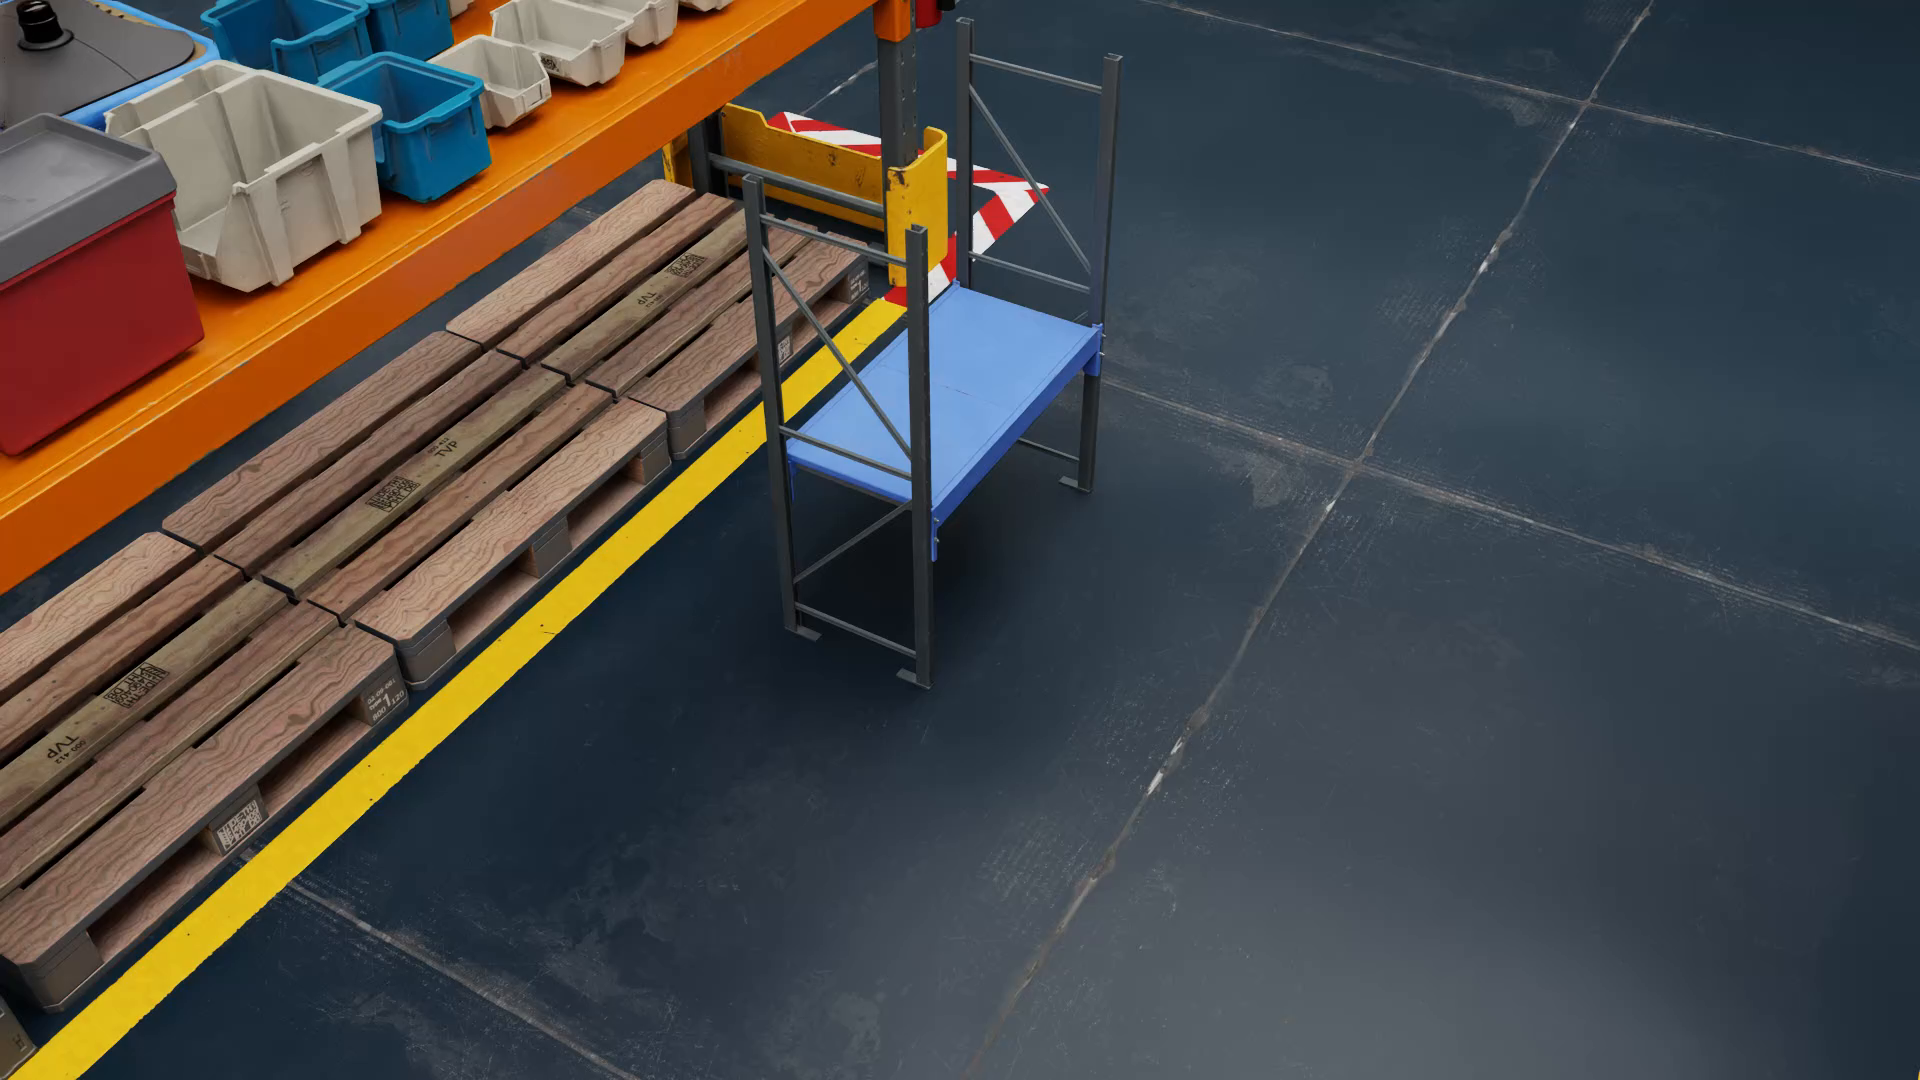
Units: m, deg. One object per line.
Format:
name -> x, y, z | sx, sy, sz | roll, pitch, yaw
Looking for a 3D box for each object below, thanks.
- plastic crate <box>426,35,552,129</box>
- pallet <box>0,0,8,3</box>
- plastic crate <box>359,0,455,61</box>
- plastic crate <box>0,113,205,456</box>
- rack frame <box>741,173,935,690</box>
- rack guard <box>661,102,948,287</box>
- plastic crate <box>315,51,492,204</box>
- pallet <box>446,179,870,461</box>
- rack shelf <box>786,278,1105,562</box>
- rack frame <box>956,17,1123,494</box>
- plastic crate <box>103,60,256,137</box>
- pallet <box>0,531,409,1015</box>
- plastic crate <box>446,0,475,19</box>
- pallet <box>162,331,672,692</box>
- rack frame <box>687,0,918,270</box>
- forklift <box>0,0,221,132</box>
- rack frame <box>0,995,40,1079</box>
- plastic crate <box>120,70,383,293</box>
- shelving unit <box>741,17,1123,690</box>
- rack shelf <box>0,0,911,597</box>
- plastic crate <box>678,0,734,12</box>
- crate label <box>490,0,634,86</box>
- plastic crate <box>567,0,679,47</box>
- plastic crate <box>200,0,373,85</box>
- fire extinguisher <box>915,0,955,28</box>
plastic crate -> -1.276, -1.241, 4.544 | 0.298, 0.136, 0.250 | 21, 45, 22
pallet -> -5.340, -2.442, 7.863 | 1.003, 0.211, 1.213 | 21, 45, 22
plastic crate -> -1.684, -1.522, 4.790 | 0.416, 0.233, 0.300 | 21, 45, 22
plastic crate -> -1.955, -0.534, 3.493 | 0.402, 0.464, 0.583 | 21, 45, 22
rack frame -> -0.297, -0.223, 4.369 | 0.500, 1.500, 0.032 | 21, 45, 22
rack guard -> -0.616, -1.428, 6.493 | 1.175, 0.500, 0.348 | 21, 45, 22
plastic crate -> -1.423, -1.048, 4.252 | 0.416, 0.233, 0.300 | 21, 45, 22
pallet -> -1.063, -0.843, 6.047 | 1.003, 0.211, 1.213 | 21, 45, 22
rack shelf -> -0.043, -0.379, 4.818 | 0.538, 0.185, 1.000 | 21, 45, 22
rack frame -> 0.212, -0.805, 5.029 | 0.500, 1.500, 0.032 | 21, 45, 22
plastic crate -> -2.007, -1.079, 4.359 | 0.293, 0.136, 0.466 | 21, 45, 22
pallet -> -2.284, 0.554, 4.462 | 1.003, 0.211, 1.213 | 21, 45, 22
plastic crate -> -1.597, -1.695, 5.059 | 0.250, 0.136, 0.298 | 21, 45, 22
pallet -> -1.675, -0.147, 5.257 | 1.003, 0.211, 1.213 | 21, 45, 22
rack frame -> -0.617, -2.348, 5.647 | 1.000, 3.000, 0.127 | 21, 45, 22
forklift -> -3.632, -1.300, 4.509 | 1.130, 2.935, 3.031 | 25, 47, 26
rack frame -> -2.619, -0.059, 3.048 | 1.000, 3.000, 0.127 | 21, 45, 22
plastic crate -> -1.695, -0.850, 3.990 | 0.437, 0.282, 0.530 | 21, 45, 22
shelving unit -> -0.043, -0.514, 4.699 | 0.538, 1.500, 1.048 | 21, 45, 22
rack shelf -> -1.618, -0.934, 4.585 | 1.077, 0.370, 4.000 | 21, 45, 22
plastic crate -> -0.868, -1.745, 5.116 | 0.396, 0.136, 0.243 | 21, 45, 22
crate label -> -1.144, -1.417, 4.743 | 0.396, 0.136, 0.243 | 21, 45, 22
plastic crate -> -1.026, -1.584, 4.933 | 0.396, 0.136, 0.243 | 21, 45, 22
plastic crate -> -1.835, -1.350, 4.595 | 0.416, 0.233, 0.300 | 21, 45, 22
fire extinguisher -> -0.148, -2.115, 5.723 | 0.296, 0.674, 0.183 | 21, 45, 22
